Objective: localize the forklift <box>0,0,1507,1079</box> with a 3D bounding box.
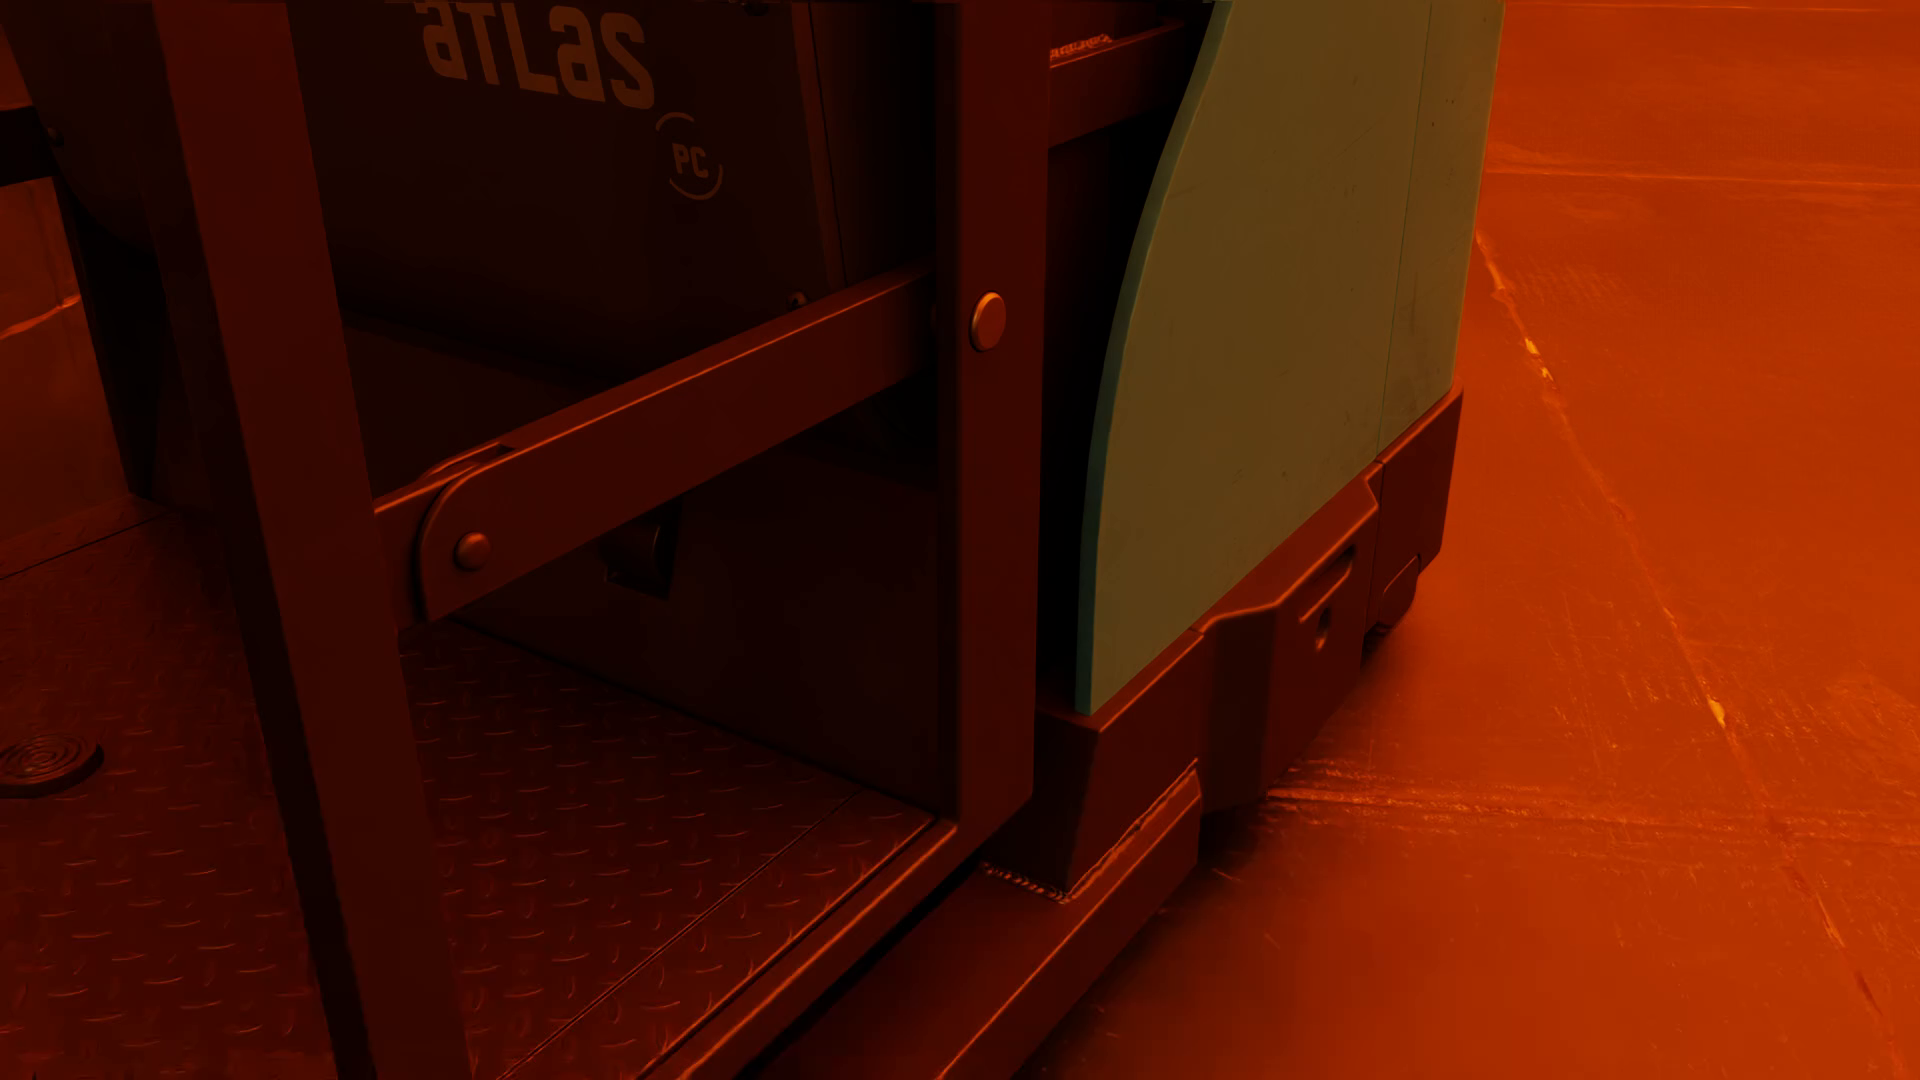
[{"bbox_3d":[-0.561,-0.833,0.886,1.130,2.935,3.031,17,31,30],"label":"forklift"}]
